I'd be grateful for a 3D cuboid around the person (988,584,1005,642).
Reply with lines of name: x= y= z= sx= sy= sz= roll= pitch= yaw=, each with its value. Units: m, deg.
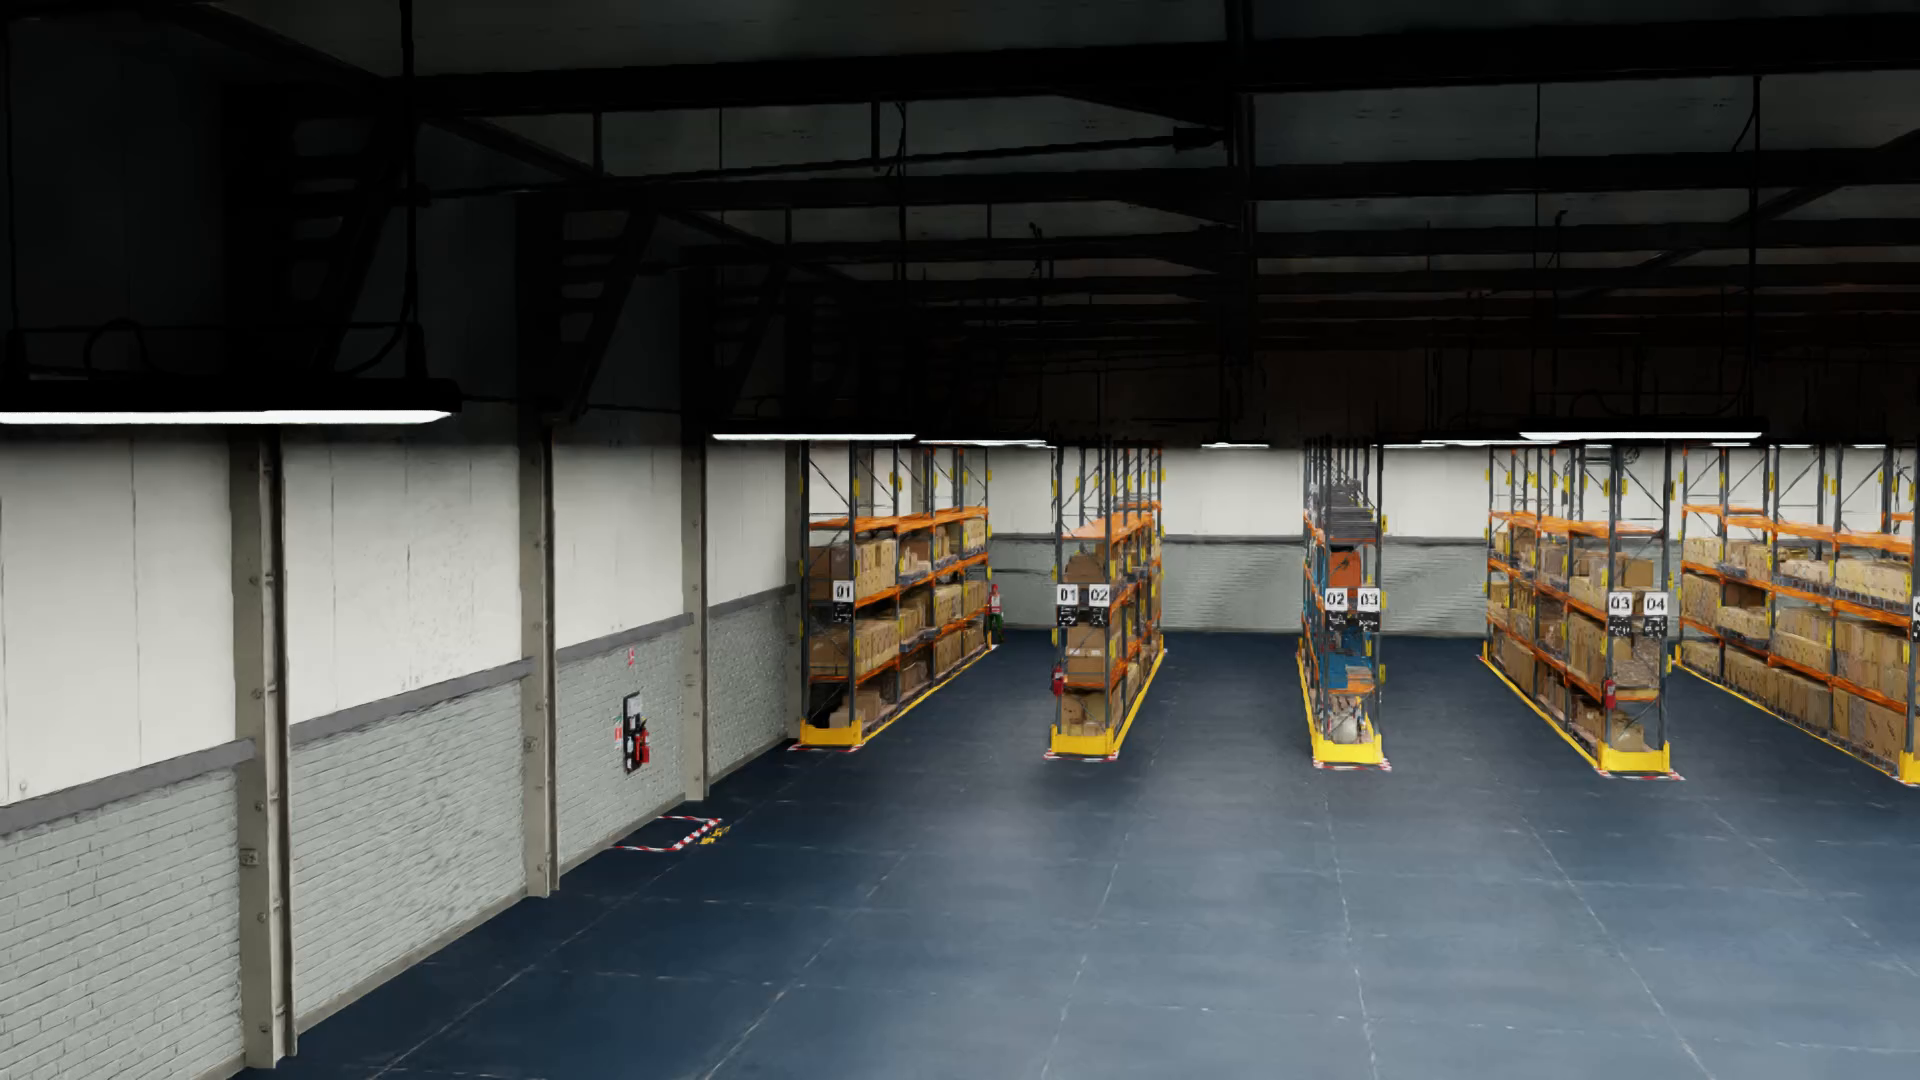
person: x=1.024 y=2.170 z=49.753 sx=0.584 sy=1.747 sz=0.967 roll=-1 pitch=3 yaw=-13
